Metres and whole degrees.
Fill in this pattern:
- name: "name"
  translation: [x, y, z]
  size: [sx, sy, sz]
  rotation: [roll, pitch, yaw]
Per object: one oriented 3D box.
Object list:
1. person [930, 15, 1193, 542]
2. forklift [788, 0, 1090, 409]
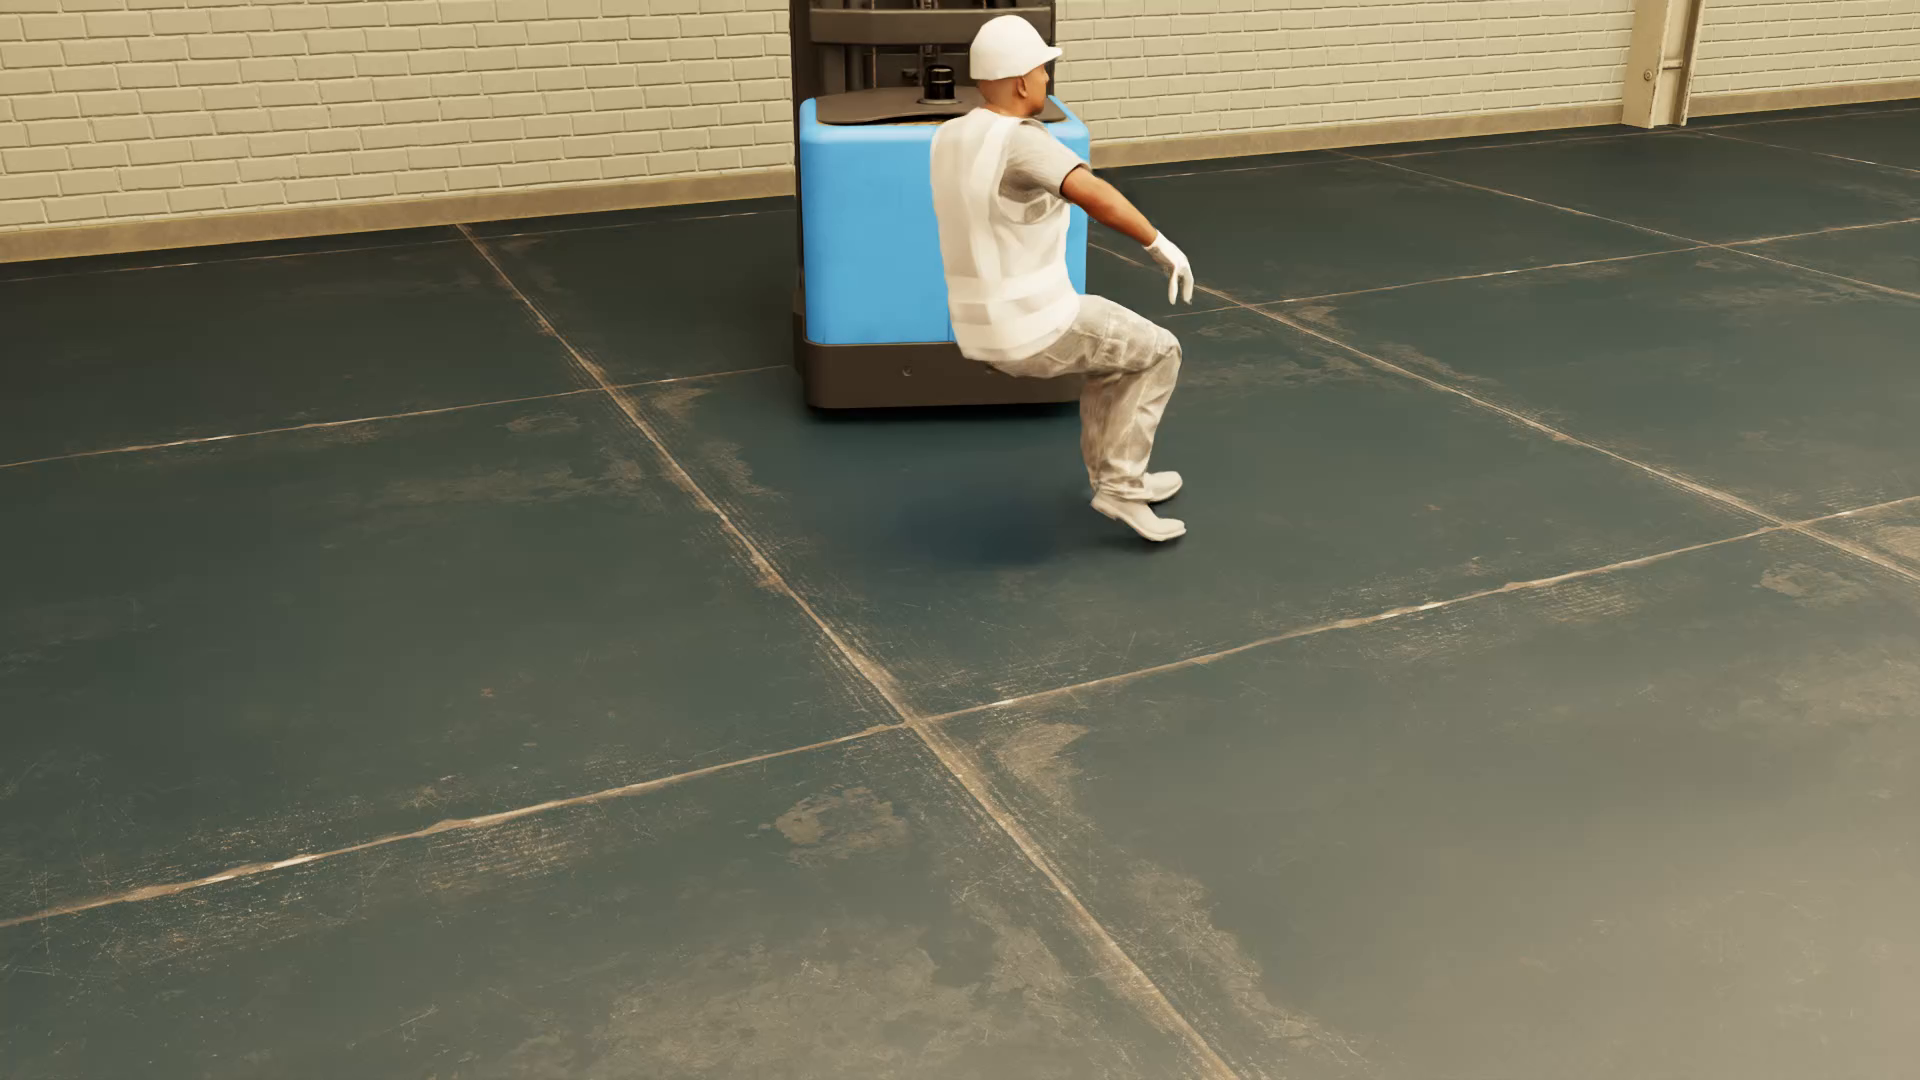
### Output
- name: "person"
  translation: [0.369, -0.753, 4.924]
  size: [0.882, 1.543, 1.027]
  rotation: [-16, 27, -33]
- name: "forklift"
  translation: [-0.175, -2.358, 6.963]
  size: [1.130, 2.935, 3.031]
  rotation: [-2, 23, -5]
